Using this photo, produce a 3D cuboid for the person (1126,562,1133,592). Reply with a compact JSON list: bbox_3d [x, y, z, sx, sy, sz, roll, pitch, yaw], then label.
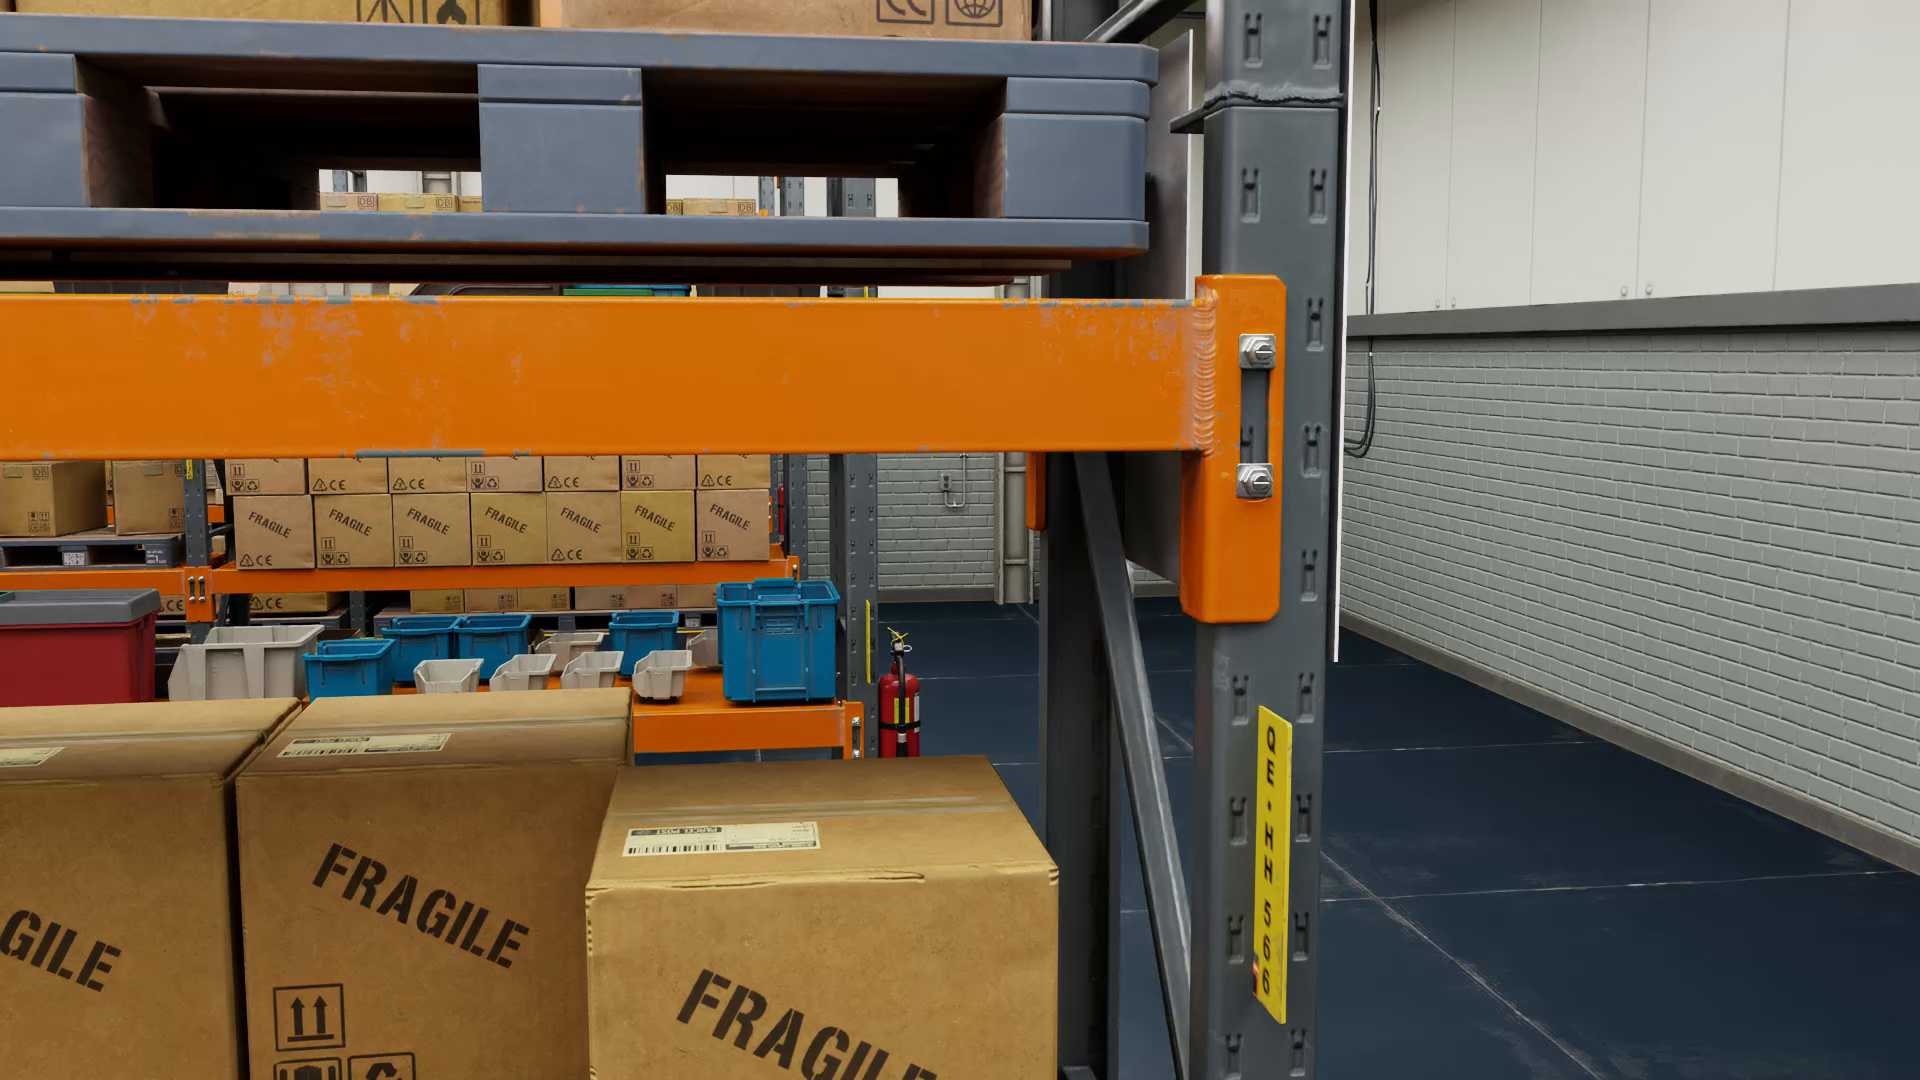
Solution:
[{"bbox_3d":[1.441,0.465,16.279,0.517,0.923,0.999,-1,7,-11],"label":"person"}]
